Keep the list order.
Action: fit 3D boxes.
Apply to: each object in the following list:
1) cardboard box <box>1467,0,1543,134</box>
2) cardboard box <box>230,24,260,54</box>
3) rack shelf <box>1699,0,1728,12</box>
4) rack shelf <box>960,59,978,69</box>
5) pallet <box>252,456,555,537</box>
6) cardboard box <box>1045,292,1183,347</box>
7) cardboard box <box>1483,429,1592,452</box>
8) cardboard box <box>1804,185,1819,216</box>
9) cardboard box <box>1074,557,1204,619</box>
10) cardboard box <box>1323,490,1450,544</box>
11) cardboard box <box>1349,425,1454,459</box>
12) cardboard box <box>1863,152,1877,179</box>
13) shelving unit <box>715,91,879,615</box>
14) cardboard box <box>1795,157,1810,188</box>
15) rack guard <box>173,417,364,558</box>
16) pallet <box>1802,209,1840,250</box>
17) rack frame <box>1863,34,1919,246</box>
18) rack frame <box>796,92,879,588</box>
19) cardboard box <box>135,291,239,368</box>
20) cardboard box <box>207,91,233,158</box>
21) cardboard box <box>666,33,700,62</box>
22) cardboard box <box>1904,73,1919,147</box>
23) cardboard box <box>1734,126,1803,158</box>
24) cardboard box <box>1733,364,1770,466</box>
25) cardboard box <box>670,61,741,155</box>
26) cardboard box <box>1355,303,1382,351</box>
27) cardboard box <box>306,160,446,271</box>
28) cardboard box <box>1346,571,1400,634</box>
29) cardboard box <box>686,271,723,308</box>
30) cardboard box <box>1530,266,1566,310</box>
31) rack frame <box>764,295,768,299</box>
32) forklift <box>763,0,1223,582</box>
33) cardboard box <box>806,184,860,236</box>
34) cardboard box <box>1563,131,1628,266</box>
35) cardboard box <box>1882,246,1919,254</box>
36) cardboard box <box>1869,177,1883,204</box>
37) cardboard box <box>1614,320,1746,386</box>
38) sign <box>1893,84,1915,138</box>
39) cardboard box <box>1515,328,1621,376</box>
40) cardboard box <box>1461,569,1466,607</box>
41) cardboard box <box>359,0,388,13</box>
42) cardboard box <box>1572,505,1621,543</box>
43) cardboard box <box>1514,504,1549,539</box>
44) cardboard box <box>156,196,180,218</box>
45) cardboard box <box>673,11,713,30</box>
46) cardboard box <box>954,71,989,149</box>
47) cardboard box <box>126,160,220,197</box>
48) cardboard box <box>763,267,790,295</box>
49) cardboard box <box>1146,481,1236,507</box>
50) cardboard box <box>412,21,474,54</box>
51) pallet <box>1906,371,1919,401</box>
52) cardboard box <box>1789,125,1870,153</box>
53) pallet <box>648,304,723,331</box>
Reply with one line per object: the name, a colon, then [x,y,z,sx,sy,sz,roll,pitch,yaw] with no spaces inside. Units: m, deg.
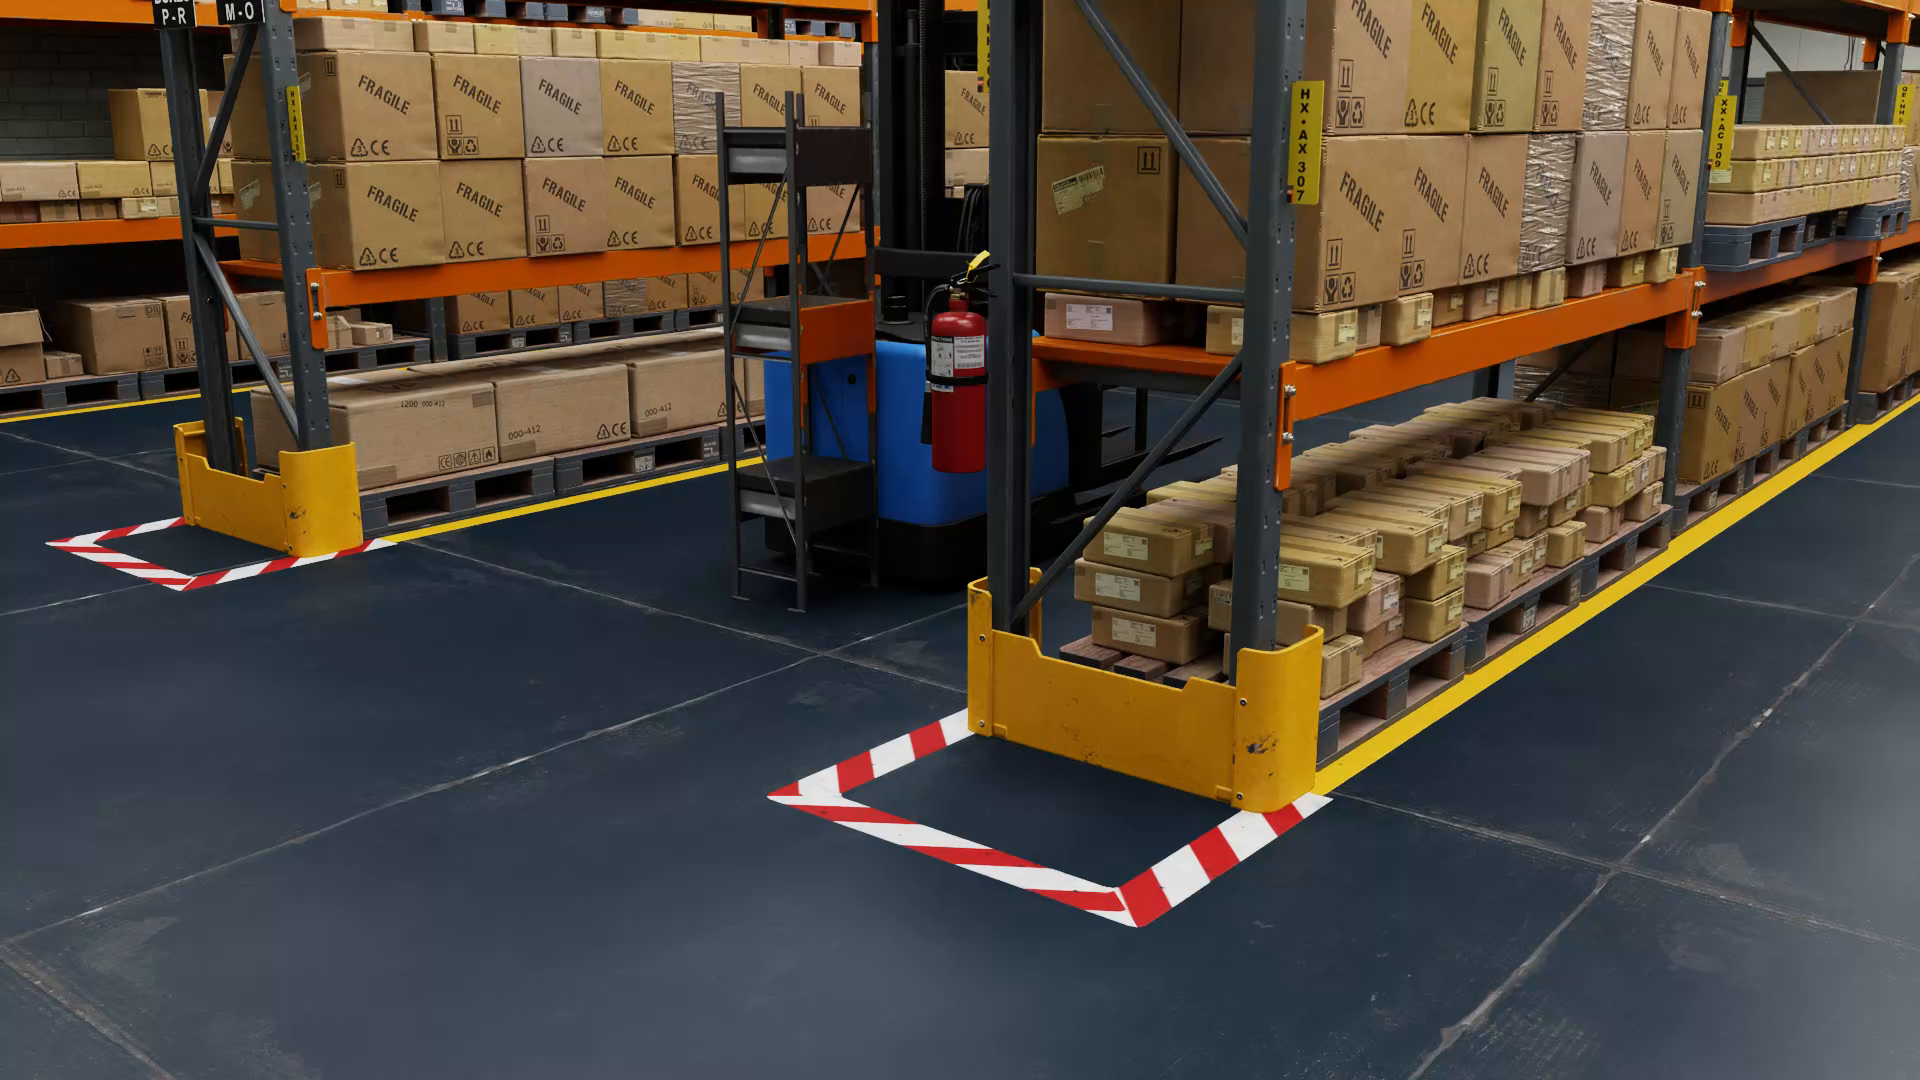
cardboard box: [1.659,-1.661,5.729,0.500,0.500,0.500,11,18,36]
cardboard box: [-3.330,-2.438,8.078,0.380,0.149,0.250,12,18,38]
rack shelf: [1.771,-2.233,6.189,1.077,0.370,4.000,11,18,38]
rack shelf: [1.536,-6.045,21.195,1.077,0.370,4.000,11,18,38]
pallet: [-2.958,-0.305,8.895,1.003,0.211,1.213,11,18,38]
cardboard box: [0.499,-0.729,5.411,0.380,0.149,0.250,11,18,38]
cardboard box: [2.503,-0.371,7.220,0.380,0.149,0.250,12,19,39]
cardboard box: [4.282,-1.795,8.753,0.380,0.149,0.250,10,18,35]
cardboard box: [0.624,0.144,5.796,0.380,0.149,0.250,11,18,36]
cardboard box: [1.537,-0.063,6.006,0.380,0.149,0.250,10,17,35]
cardboard box: [1.941,-0.398,7.325,0.380,0.149,0.250,12,18,39]
cardboard box: [5.098,-2.188,9.695,0.380,0.149,0.250,11,18,38]
shelving unit: [-0.665,-0.786,6.953,0.431,2.100,0.503,10,17,34]
cardboard box: [4.120,-1.890,8.525,0.380,0.149,0.250,10,18,35]
rack guard: [-3.415,-0.275,8.191,1.175,0.500,0.348,11,18,38]
pallet: [4.330,-1.798,9.499,1.003,0.211,1.213,11,18,38]
rack frame: [8.056,-3.043,14.008,1.000,3.000,0.127,11,18,38]
rack frame: [-0.523,-0.835,7.146,0.400,2.100,0.015,10,17,34]
cardboard box: [-5.827,-1.597,12.540,0.500,0.500,0.500,12,18,39]
cardboard box: [-5.892,-3.216,12.866,0.500,0.500,0.500,11,18,36]
cardboard box: [-1.684,-2.762,9.350,0.380,0.149,0.250,11,18,36]
cardboard box: [6.470,-3.090,11.960,0.700,0.500,0.500,11,18,37]
cardboard box: [3.967,-1.988,8.306,0.380,0.149,0.250,11,18,38]
cardboard box: [4.030,-0.705,9.029,0.500,0.500,0.500,12,19,40]
cardboard box: [-1.605,-2.462,9.490,0.500,0.500,0.500,12,18,38]
cardboard box: [1.100,-0.689,5.255,0.380,0.149,0.250,12,19,40]
cardboard box: [-2.875,-1.587,8.076,0.500,0.500,0.500,11,18,37]
cardboard box: [1.259,0.185,5.635,0.380,0.149,0.250,11,18,37]
cardboard box: [-2.656,-2.574,16.388,0.500,0.500,0.500,11,18,37]
cardboard box: [2.104,-0.987,6.428,0.380,0.149,0.250,12,18,39]
rack frame: [-2.235,-3.791,16.953,1.000,3.000,0.127,11,18,38]
forklift: [0.362,-1.545,8.253,1.130,2.935,3.031,10,17,34]
cardboard box: [-0.978,-2.177,10.399,0.500,0.500,0.500,11,18,38]
cardboard box: [2.303,-1.373,6.627,0.500,0.500,0.500,11,18,37]
cardboard box: [7.736,-2.023,13.711,1.050,0.750,0.750,11,18,37]
cardboard box: [5.271,-2.096,9.940,0.380,0.149,0.250,12,18,38]
cardboard box: [3.698,-0.967,8.537,0.500,0.250,0.500,10,18,35]
sign: [5.970,-2.717,10.537,0.100,0.325,0.005,11,18,38]
cardboard box: [3.300,-1.048,8.857,0.500,0.250,0.500,11,18,36]
cardboard box: [1.676,0.176,6.276,0.380,0.149,0.250,11,18,38]
cardboard box: [-4.745,-4.242,13.148,0.380,0.149,0.250,11,18,37]
cardboard box: [2.702,-0.107,7.390,0.380,0.149,0.250,11,18,36]
cardboard box: [2.199,-0.126,6.862,0.380,0.149,0.250,10,17,35]
cardboard box: [-5.845,-2.450,12.185,0.380,0.149,0.250,12,18,39]
cardboard box: [-2.684,-4.940,15.688,0.500,0.250,0.500,11,18,38]
cardboard box: [-0.087,-2.932,11.338,0.500,0.500,0.500,11,18,37]
cardboard box: [-5.830,-2.671,12.245,0.500,0.250,0.500,11,18,36]
cardboard box: [-1.832,-2.961,17.655,0.875,0.625,0.625,12,19,39]
cardboard box: [0.916,-0.104,6.169,0.380,0.149,0.250,11,18,36]
cardboard box: [-2.599,-2.457,8.152,0.380,0.149,0.250,12,19,39]
pallet: [6.863,-1.297,12.800,1.003,0.211,1.213,11,18,38]
cardboard box: [4.945,-2.287,9.483,0.380,0.149,0.250,11,18,38]
pallet: [-2.733,-2.302,16.756,1.003,0.211,1.213,11,18,38]
